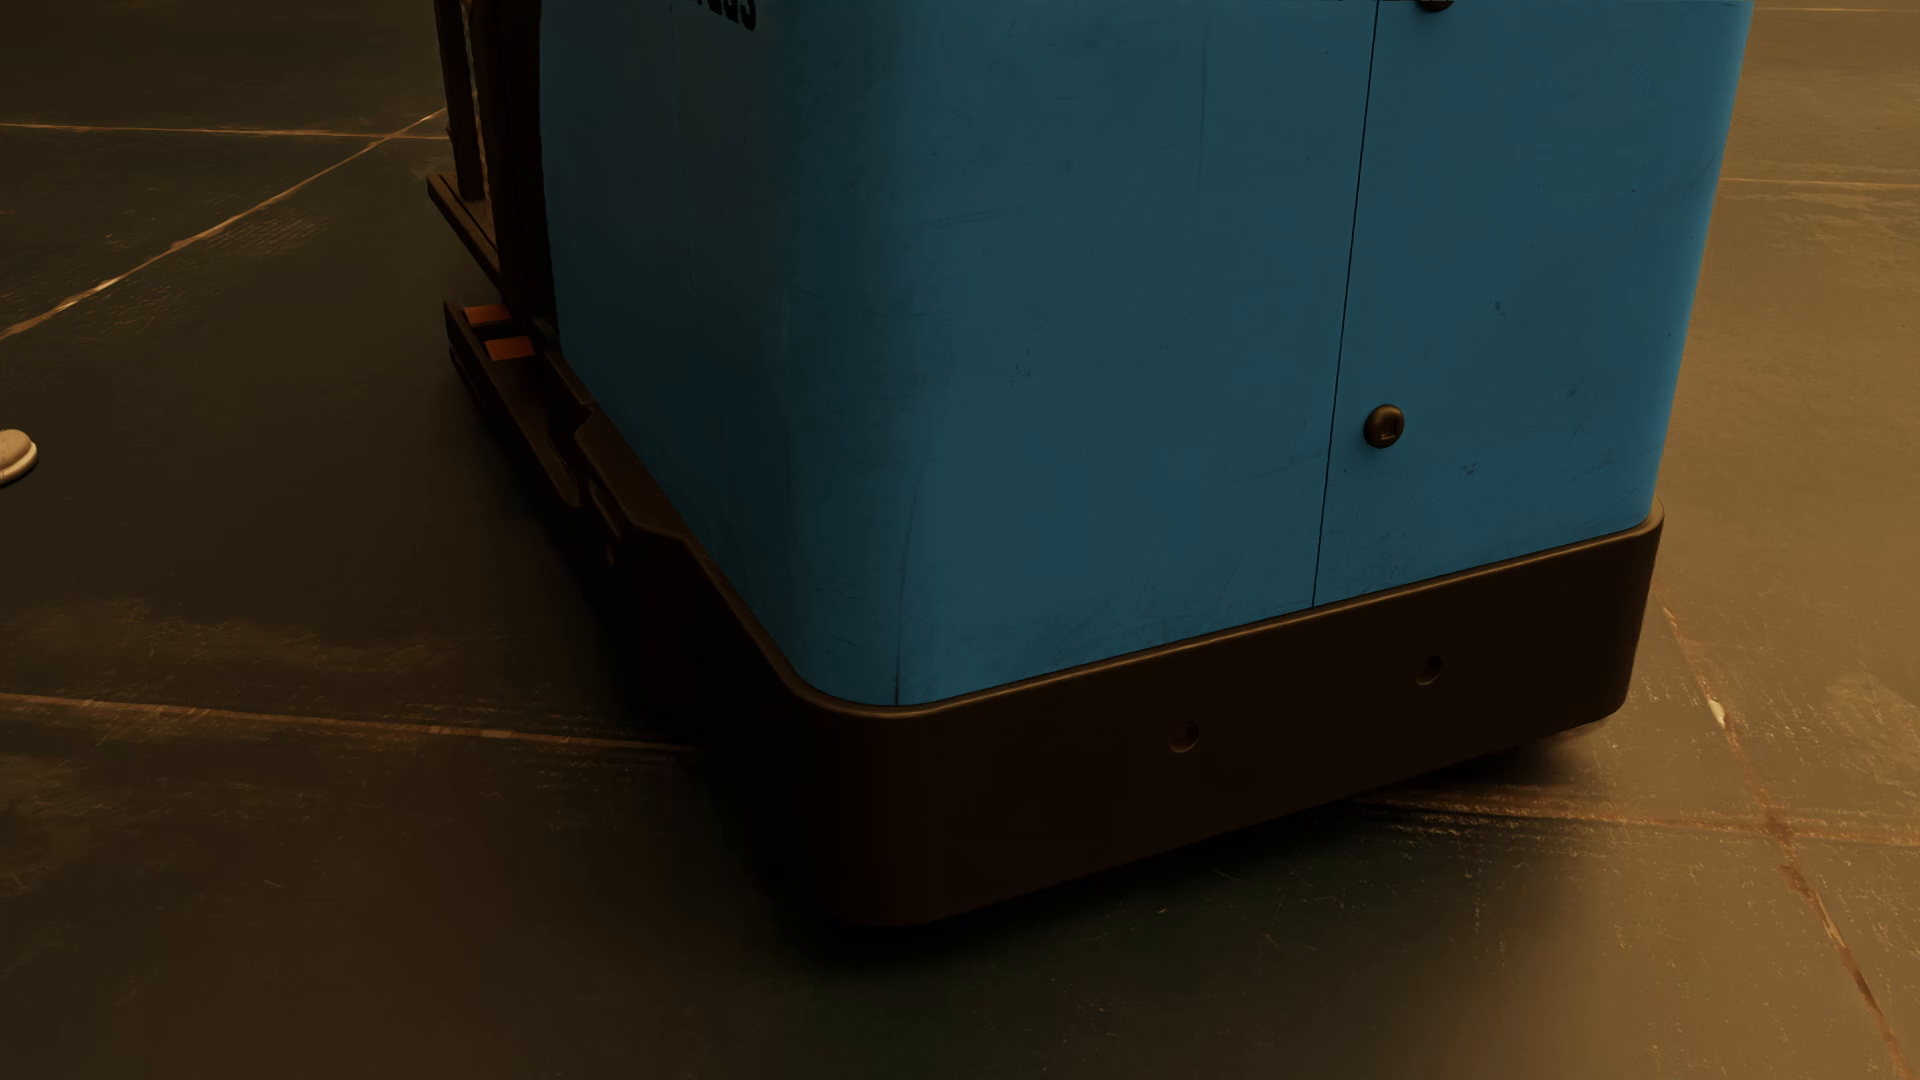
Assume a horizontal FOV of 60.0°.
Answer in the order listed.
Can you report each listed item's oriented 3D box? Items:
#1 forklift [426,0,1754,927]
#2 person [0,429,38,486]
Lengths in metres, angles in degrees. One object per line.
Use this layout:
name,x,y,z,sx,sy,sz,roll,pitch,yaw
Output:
forklift,-0.285,-1.571,2.366,1.130,2.935,3.031,-12,29,-22
person,-1.853,-0.807,2.241,0.597,1.672,0.513,7,27,13
